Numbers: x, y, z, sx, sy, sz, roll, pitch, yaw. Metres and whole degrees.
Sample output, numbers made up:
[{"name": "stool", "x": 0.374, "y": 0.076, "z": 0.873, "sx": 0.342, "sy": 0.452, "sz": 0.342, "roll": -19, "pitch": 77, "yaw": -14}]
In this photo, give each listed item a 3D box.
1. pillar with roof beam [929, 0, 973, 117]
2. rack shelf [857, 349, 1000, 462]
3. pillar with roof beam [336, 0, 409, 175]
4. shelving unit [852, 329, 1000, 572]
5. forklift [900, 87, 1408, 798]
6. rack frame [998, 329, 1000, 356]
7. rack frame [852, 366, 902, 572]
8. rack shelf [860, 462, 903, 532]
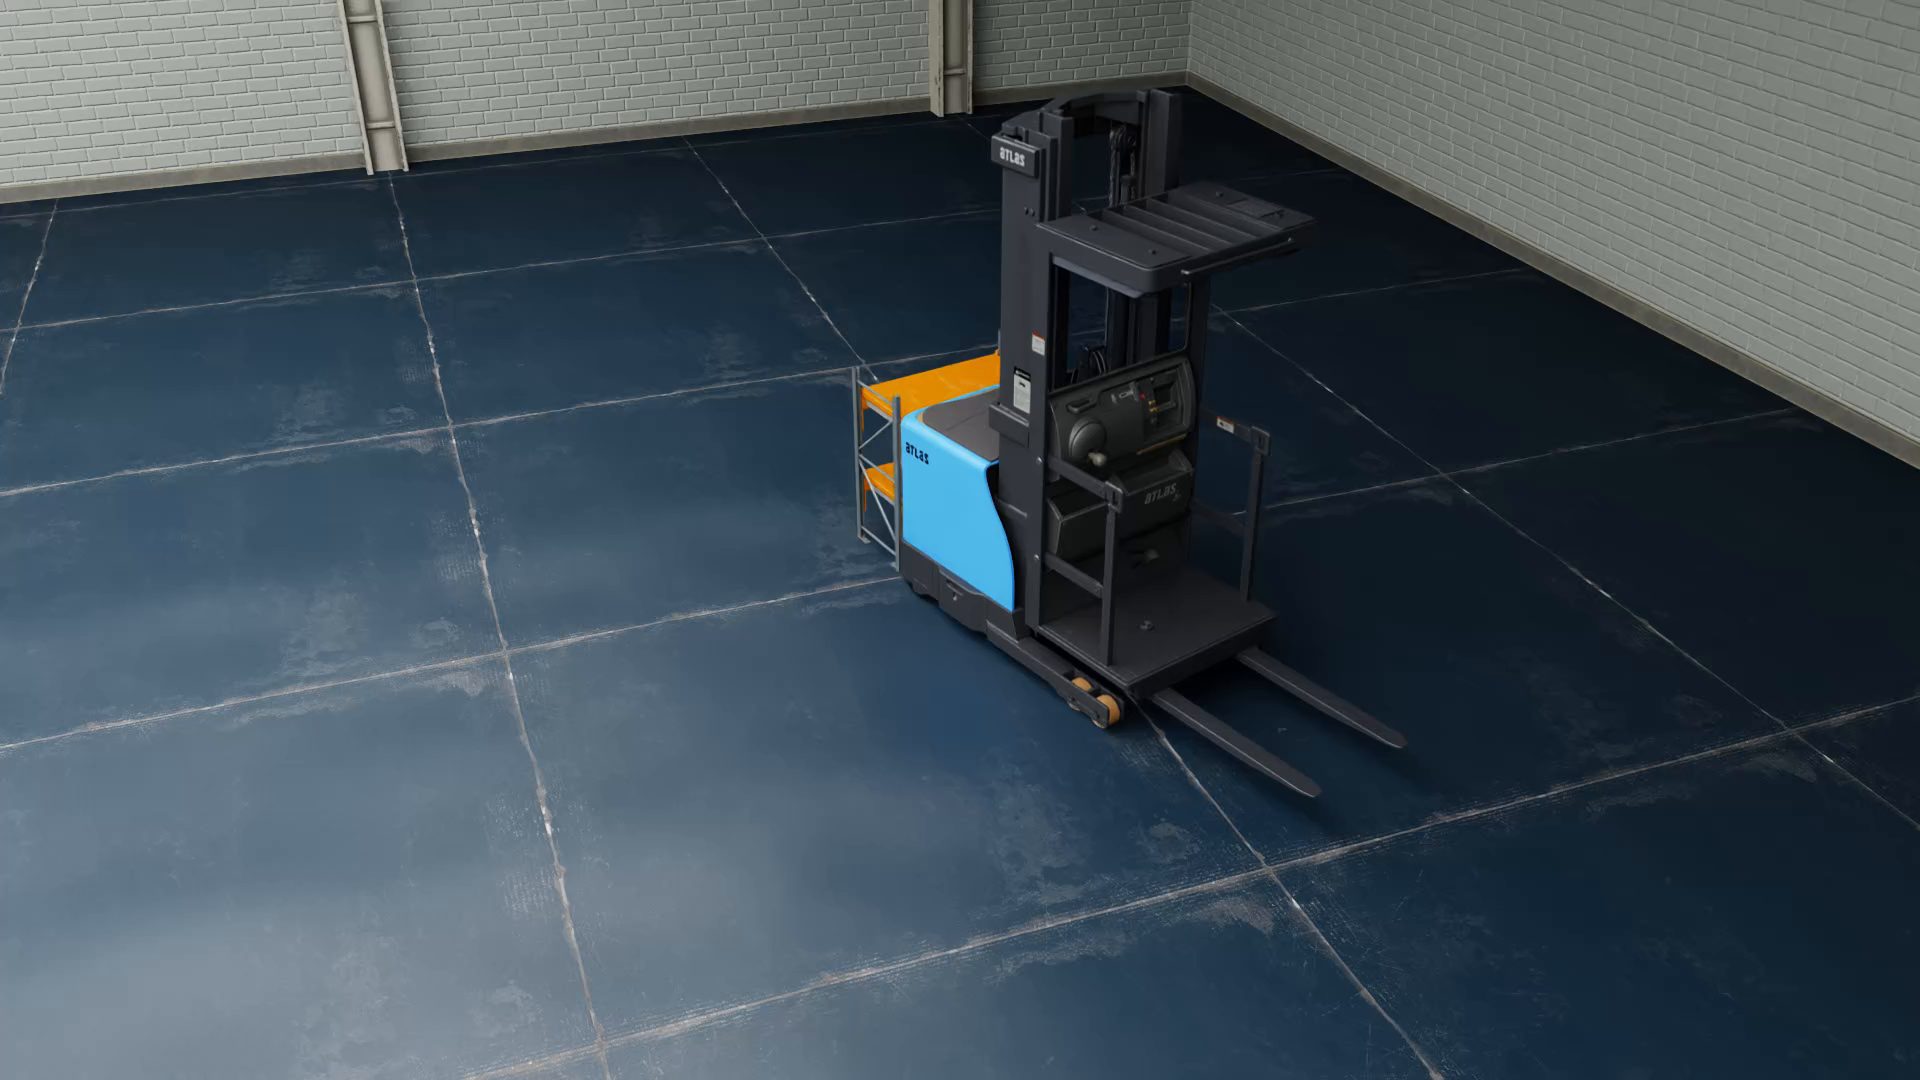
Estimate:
[{"name": "pillar with roof beam", "x": 1.404, "y": -6.663, "z": 12.705, "sx": 0.400, "sy": 9.000, "sz": 9.100, "roll": -10, "pitch": 31, "yaw": -18}, {"name": "rack shelf", "x": -0.050, "y": -0.801, "z": 9.779, "sx": 1.000, "sy": 0.278, "sz": 0.538, "roll": -18, "pitch": 34, "yaw": -28}, {"name": "pillar with roof beam", "x": -4.219, "y": -5.627, "z": 10.887, "sx": 0.400, "sy": 9.000, "sz": 9.100, "roll": -10, "pitch": 31, "yaw": -18}, {"name": "shelving unit", "x": -0.050, "y": -0.547, "z": 9.924, "sx": 1.048, "sy": 1.125, "sz": 0.538, "roll": -18, "pitch": 34, "yaw": -28}, {"name": "forklift", "x": 0.956, "y": -0.599, "z": 8.191, "sx": 1.130, "sy": 2.935, "sz": 3.031, "roll": -21, "pitch": 36, "yaw": -32}, {"name": "rack frame", "x": 0.378, "y": -0.683, "z": 10.163, "sx": 0.032, "sy": 1.125, "sz": 0.500, "roll": -18, "pitch": 34, "yaw": -28}, {"name": "rack frame", "x": -0.478, "y": -0.411, "z": 9.685, "sx": 0.032, "sy": 1.125, "sz": 0.500, "roll": -18, "pitch": 34, "yaw": -28}, {"name": "rack shelf", "x": -0.050, "y": -0.334, "z": 10.045, "sx": 1.000, "sy": 0.278, "sz": 0.538, "roll": -18, "pitch": 34, "yaw": -28}]
